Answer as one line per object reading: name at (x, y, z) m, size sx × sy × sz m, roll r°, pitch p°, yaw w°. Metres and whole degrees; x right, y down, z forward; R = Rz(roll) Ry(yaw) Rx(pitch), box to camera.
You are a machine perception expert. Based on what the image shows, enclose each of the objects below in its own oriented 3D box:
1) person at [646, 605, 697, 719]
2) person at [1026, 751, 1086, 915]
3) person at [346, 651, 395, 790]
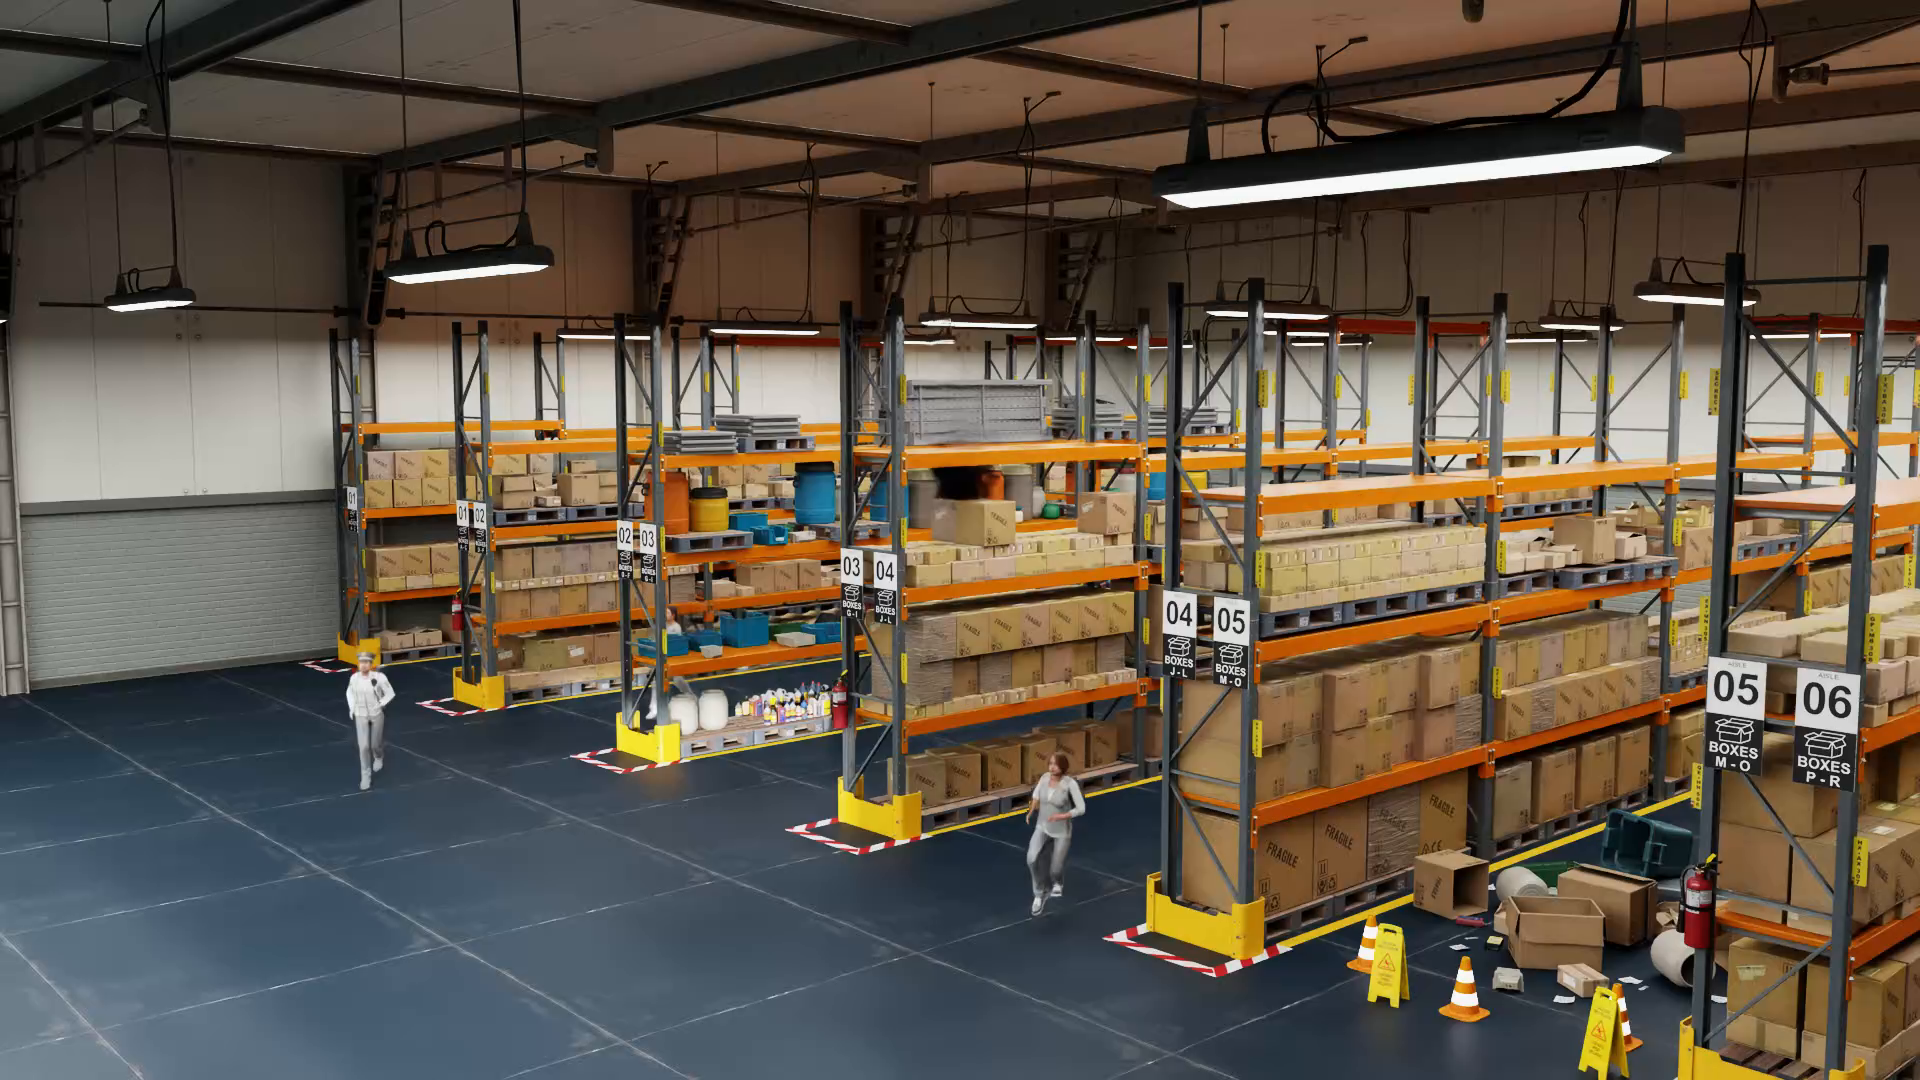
person at (-4.376, 1.822, 25.150) m, size 0.554 × 1.682 × 0.907 m, roll 4°, pitch 7°, yaw 38°
person at (0.890, 2.701, 15.465) m, size 0.566 × 1.497 × 0.724 m, roll 2°, pitch 6°, yaw 23°
person at (-7.464, 2.230, 21.067) m, size 0.608 × 1.705 × 0.833 m, roll -1°, pitch 6°, yaw -10°
